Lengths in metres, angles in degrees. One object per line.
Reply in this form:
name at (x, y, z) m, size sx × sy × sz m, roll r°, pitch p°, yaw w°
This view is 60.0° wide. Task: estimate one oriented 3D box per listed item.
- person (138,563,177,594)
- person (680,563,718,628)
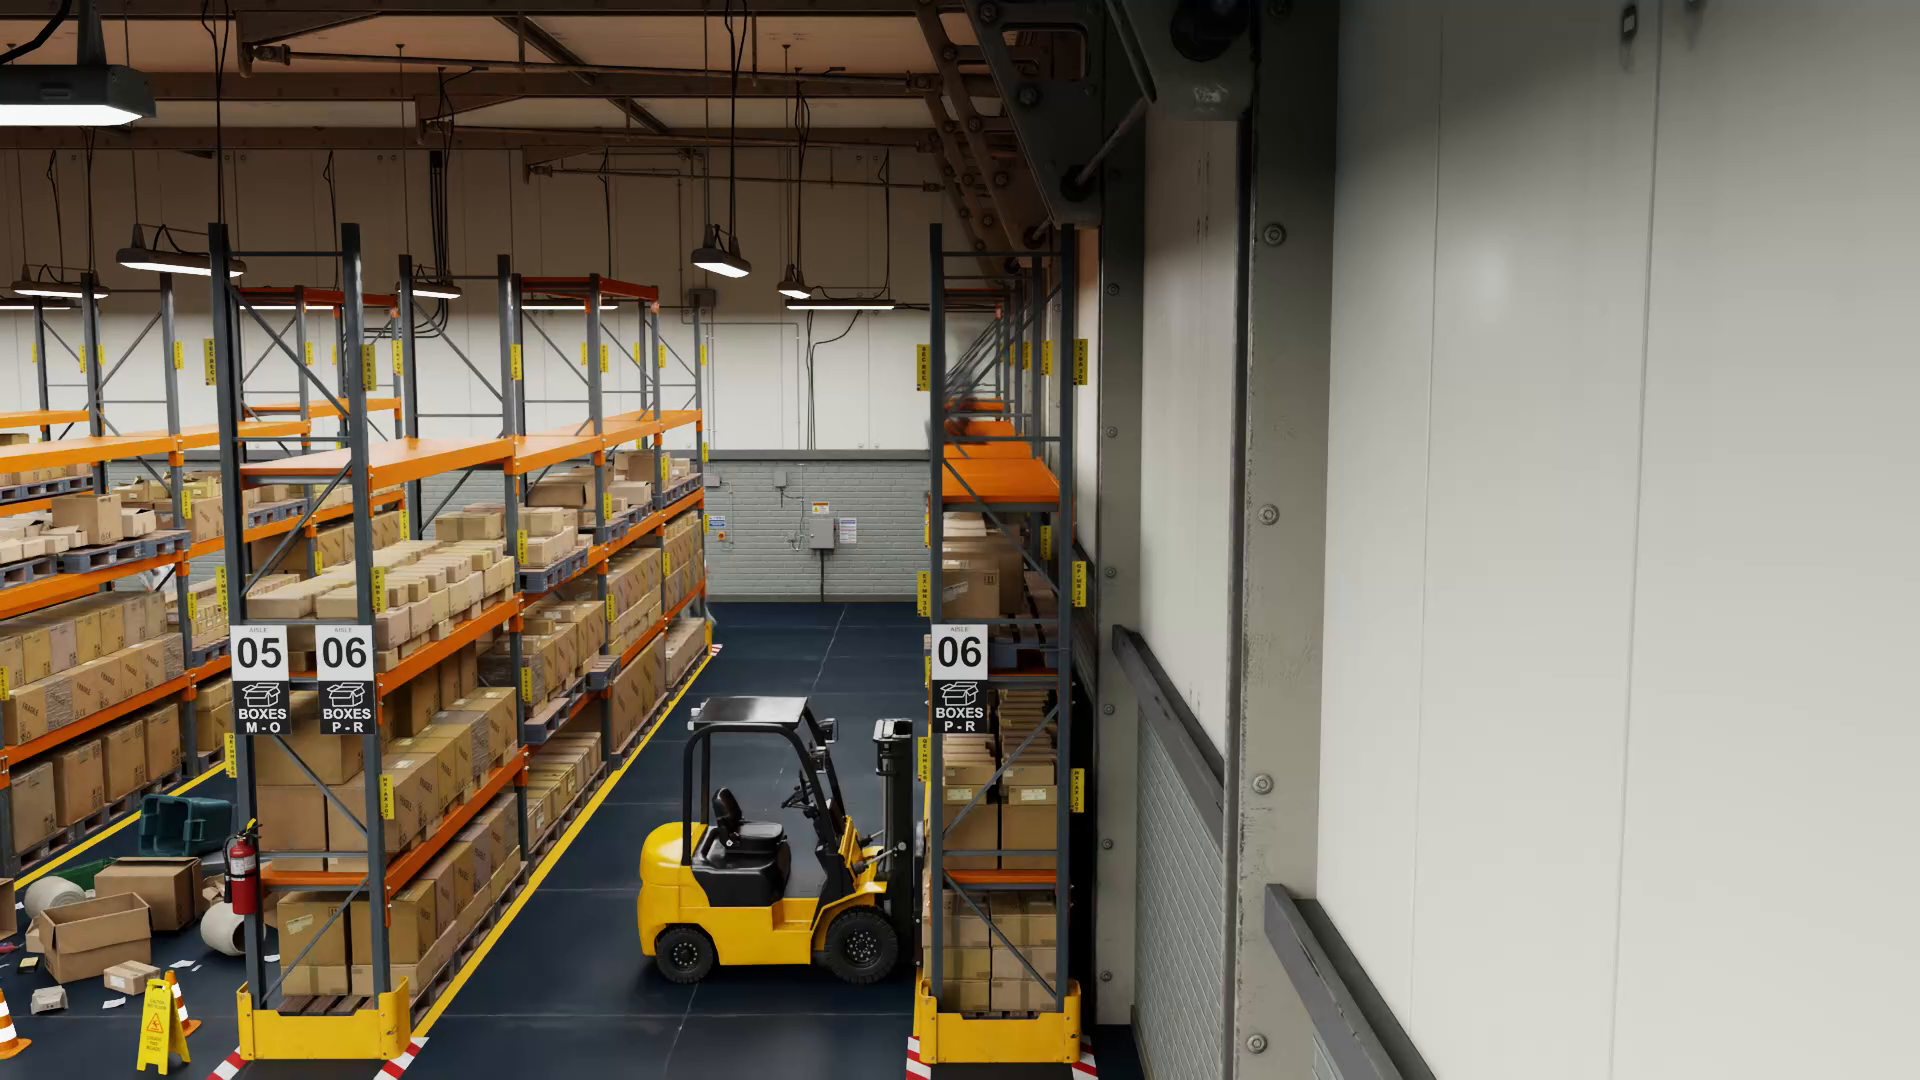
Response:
person at (-13.778, 0.921, 28.801) m, size 0.894 × 1.779 × 0.735 m, roll 2°, pitch 7°, yaw 20°
person at (-4.737, 0.885, 29.571) m, size 0.854 × 1.705 × 0.596 m, roll -2°, pitch 7°, yaw -15°
